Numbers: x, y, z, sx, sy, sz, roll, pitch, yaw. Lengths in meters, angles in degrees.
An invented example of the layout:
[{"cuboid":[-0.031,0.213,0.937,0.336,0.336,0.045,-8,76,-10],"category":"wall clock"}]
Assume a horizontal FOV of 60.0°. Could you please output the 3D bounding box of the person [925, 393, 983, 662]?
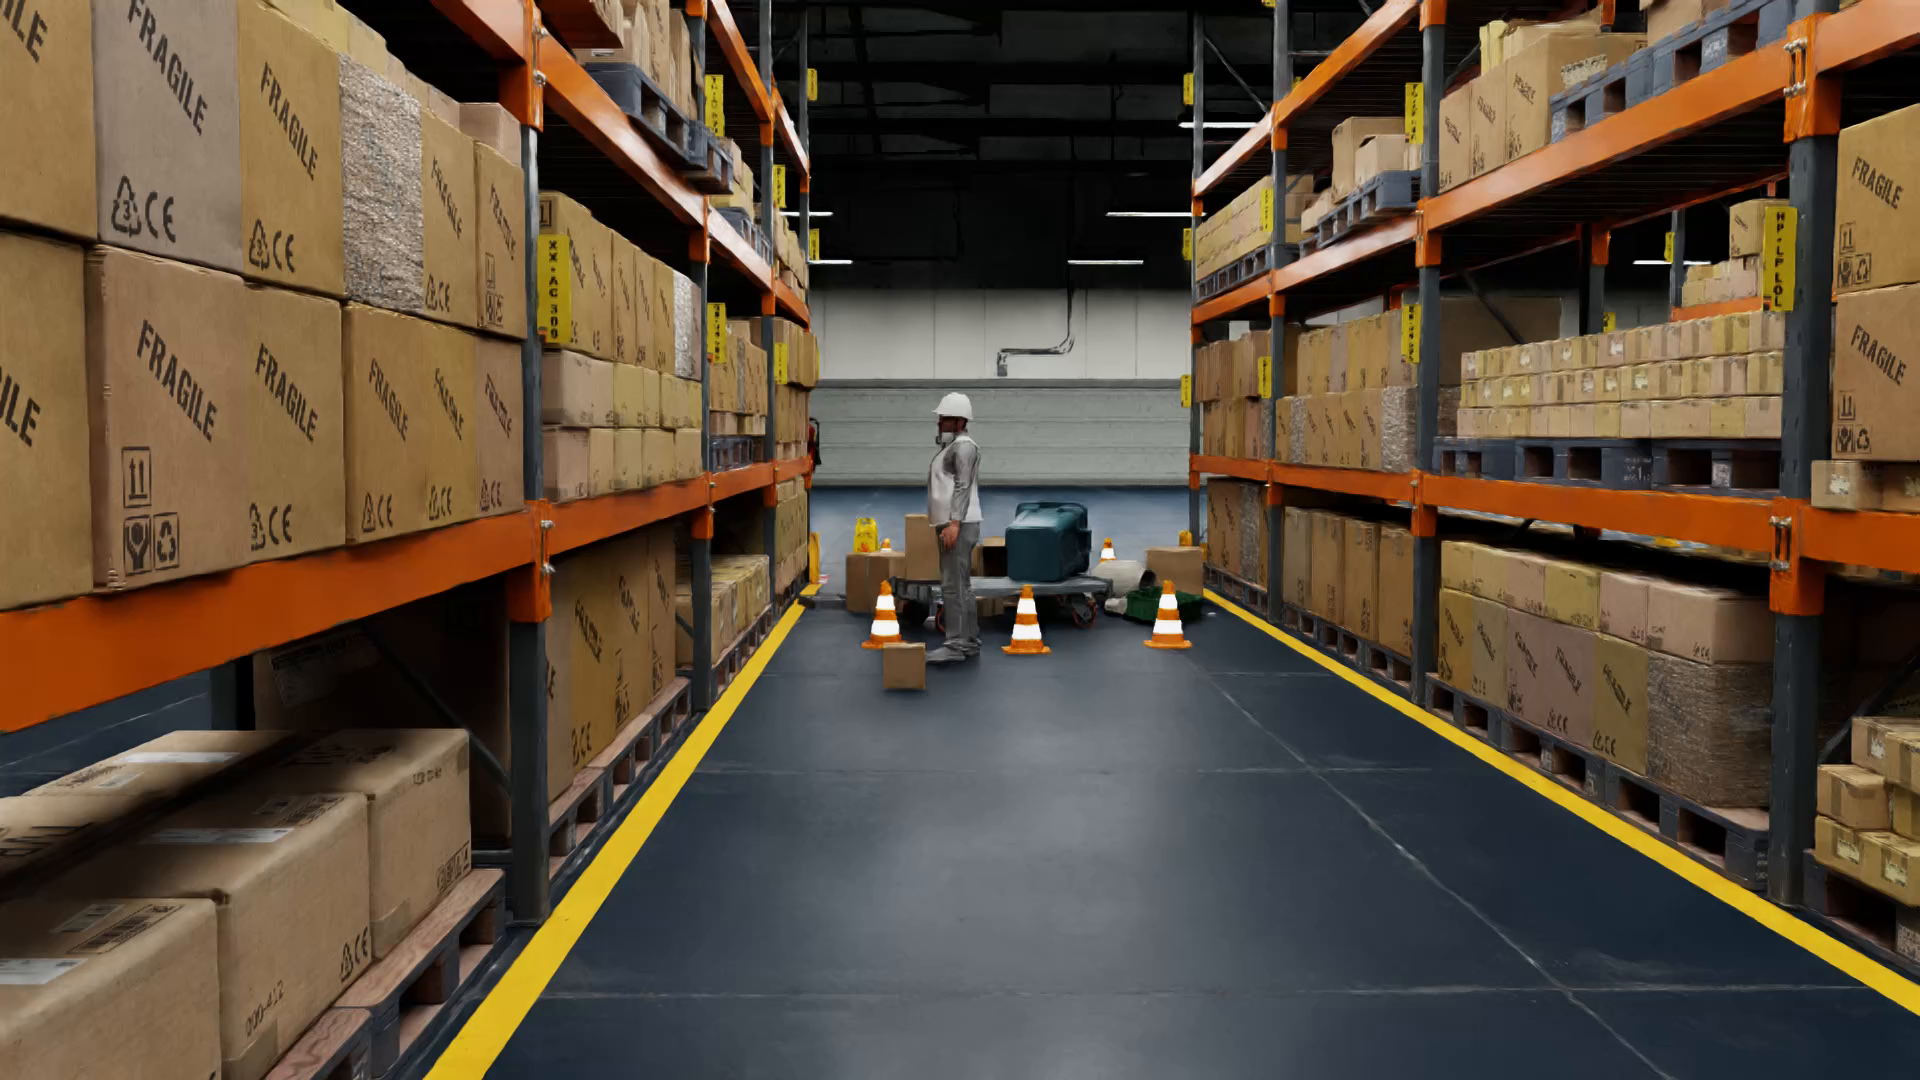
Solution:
[{"cuboid":[-0.061,-0.084,11.070,0.441,1.772,0.648,-1,4,-8],"category":"person"}]
